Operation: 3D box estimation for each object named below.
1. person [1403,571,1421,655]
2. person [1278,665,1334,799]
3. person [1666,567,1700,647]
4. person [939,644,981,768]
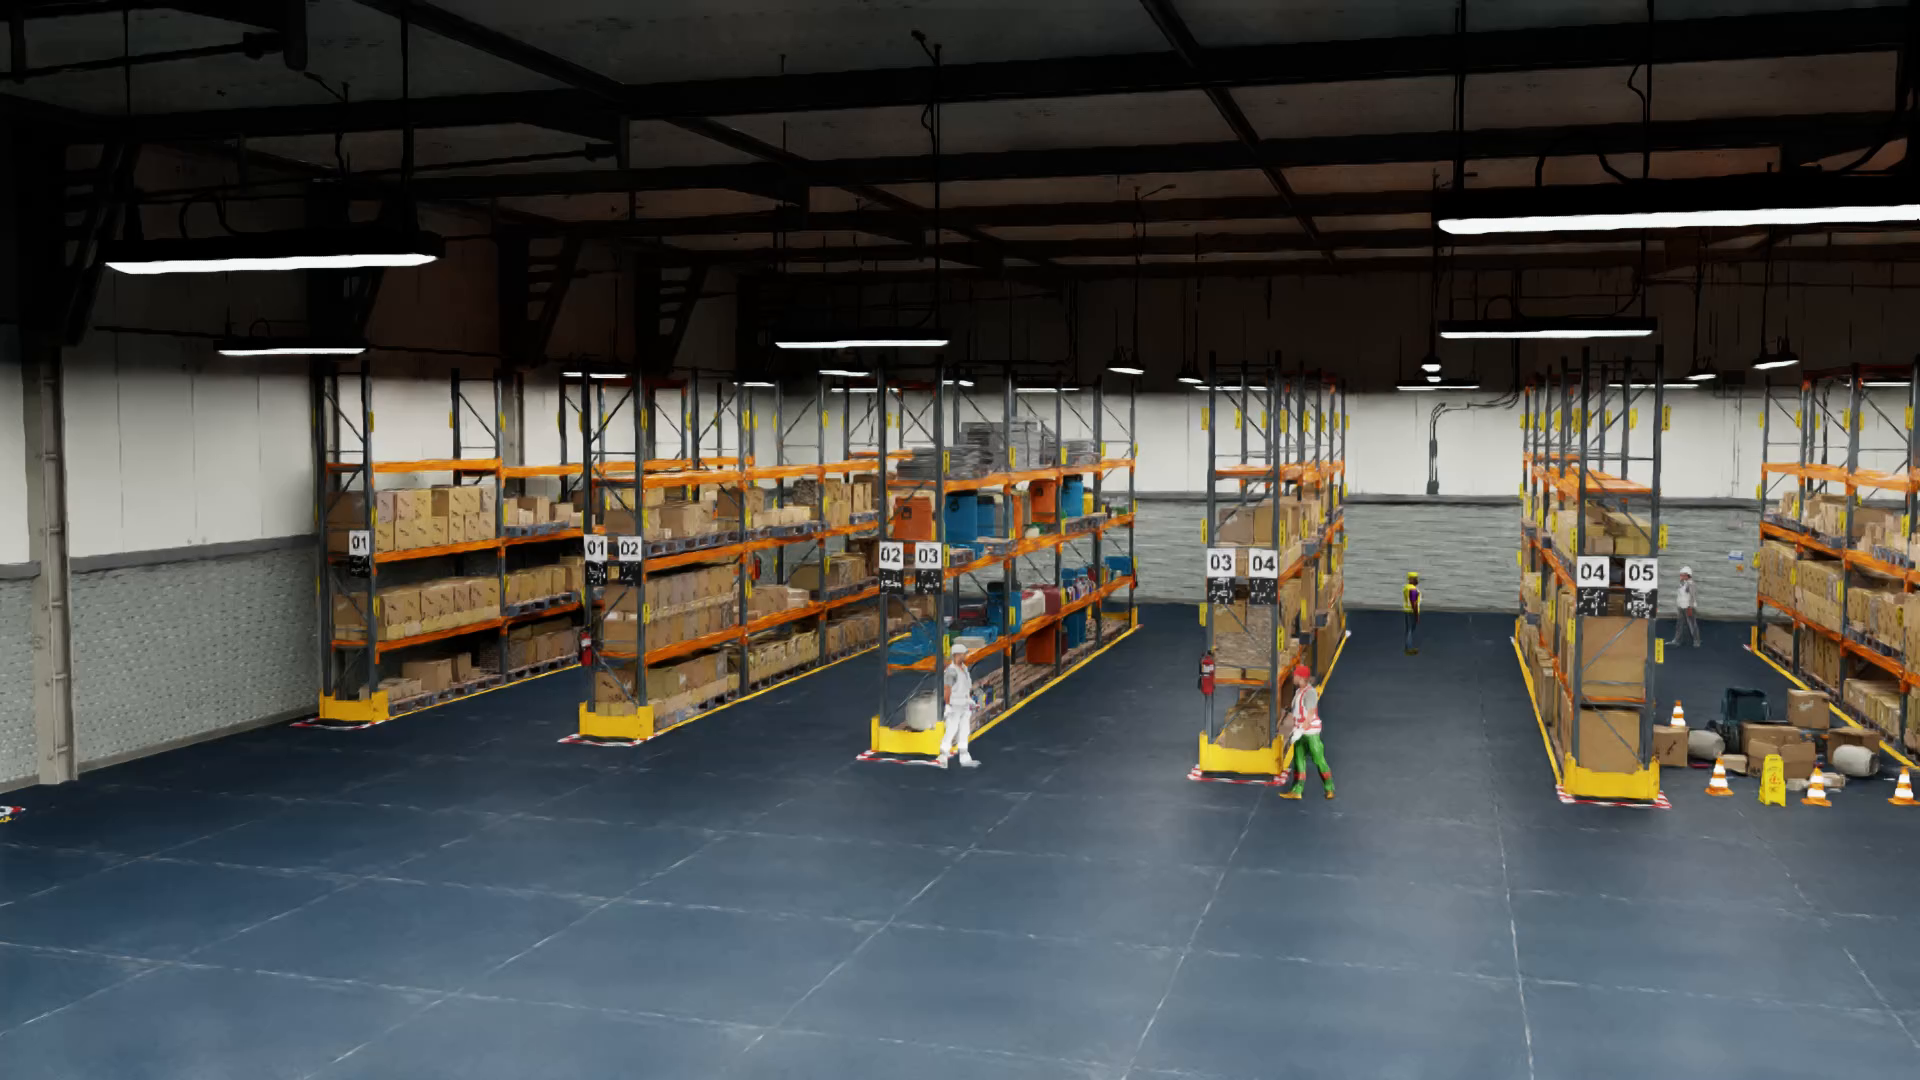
[{"bbox_3d":[9.711,1.552,35.680,0.391,1.767,0.673,0,4,0],"label":"person"},{"bbox_3d":[4.609,2.546,22.036,0.714,1.785,0.555,-1,4,-13],"label":"person"},{"bbox_3d":[16.102,1.482,36.941,0.622,1.773,0.644,0,4,-1],"label":"person"},{"bbox_3d":[-0.031,2.393,23.985,0.462,1.795,0.670,2,5,30],"label":"person"}]
